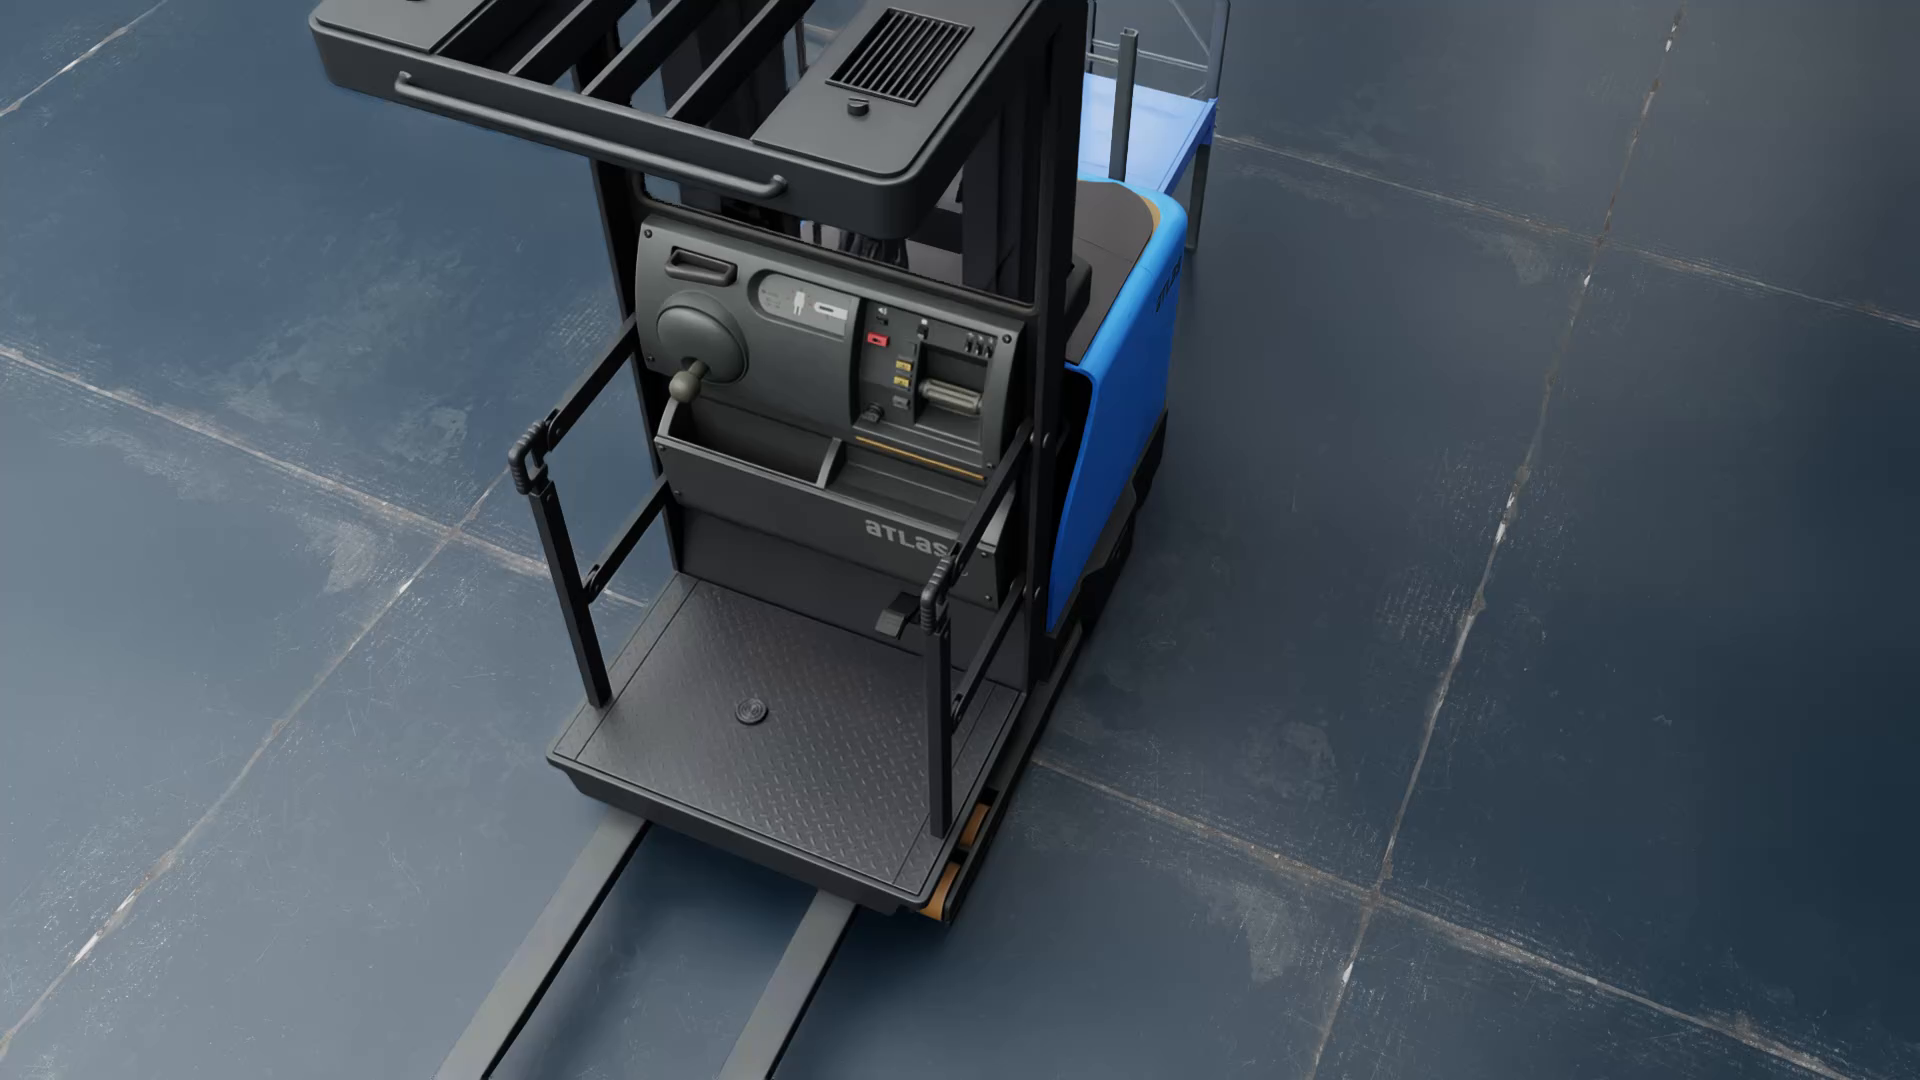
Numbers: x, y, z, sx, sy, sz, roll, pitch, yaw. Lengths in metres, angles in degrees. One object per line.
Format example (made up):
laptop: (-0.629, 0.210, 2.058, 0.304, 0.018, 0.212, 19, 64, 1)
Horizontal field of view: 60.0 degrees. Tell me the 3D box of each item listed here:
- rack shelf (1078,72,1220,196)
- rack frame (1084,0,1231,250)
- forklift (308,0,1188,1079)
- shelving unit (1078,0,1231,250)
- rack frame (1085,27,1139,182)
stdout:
rack shelf: (0.445, -1.176, 5.502, 0.538, 0.185, 1.000, 18, 52, 15)
rack frame: (0.647, -1.648, 5.667, 0.500, 1.500, 0.032, 18, 52, 15)
forklift: (-0.396, -0.329, 3.606, 1.130, 2.935, 3.031, 18, 52, 15)
shelving unit: (0.445, -1.292, 5.365, 0.538, 1.500, 1.048, 18, 52, 15)
rack frame: (0.242, -0.937, 5.063, 0.500, 1.500, 0.032, 18, 52, 15)
